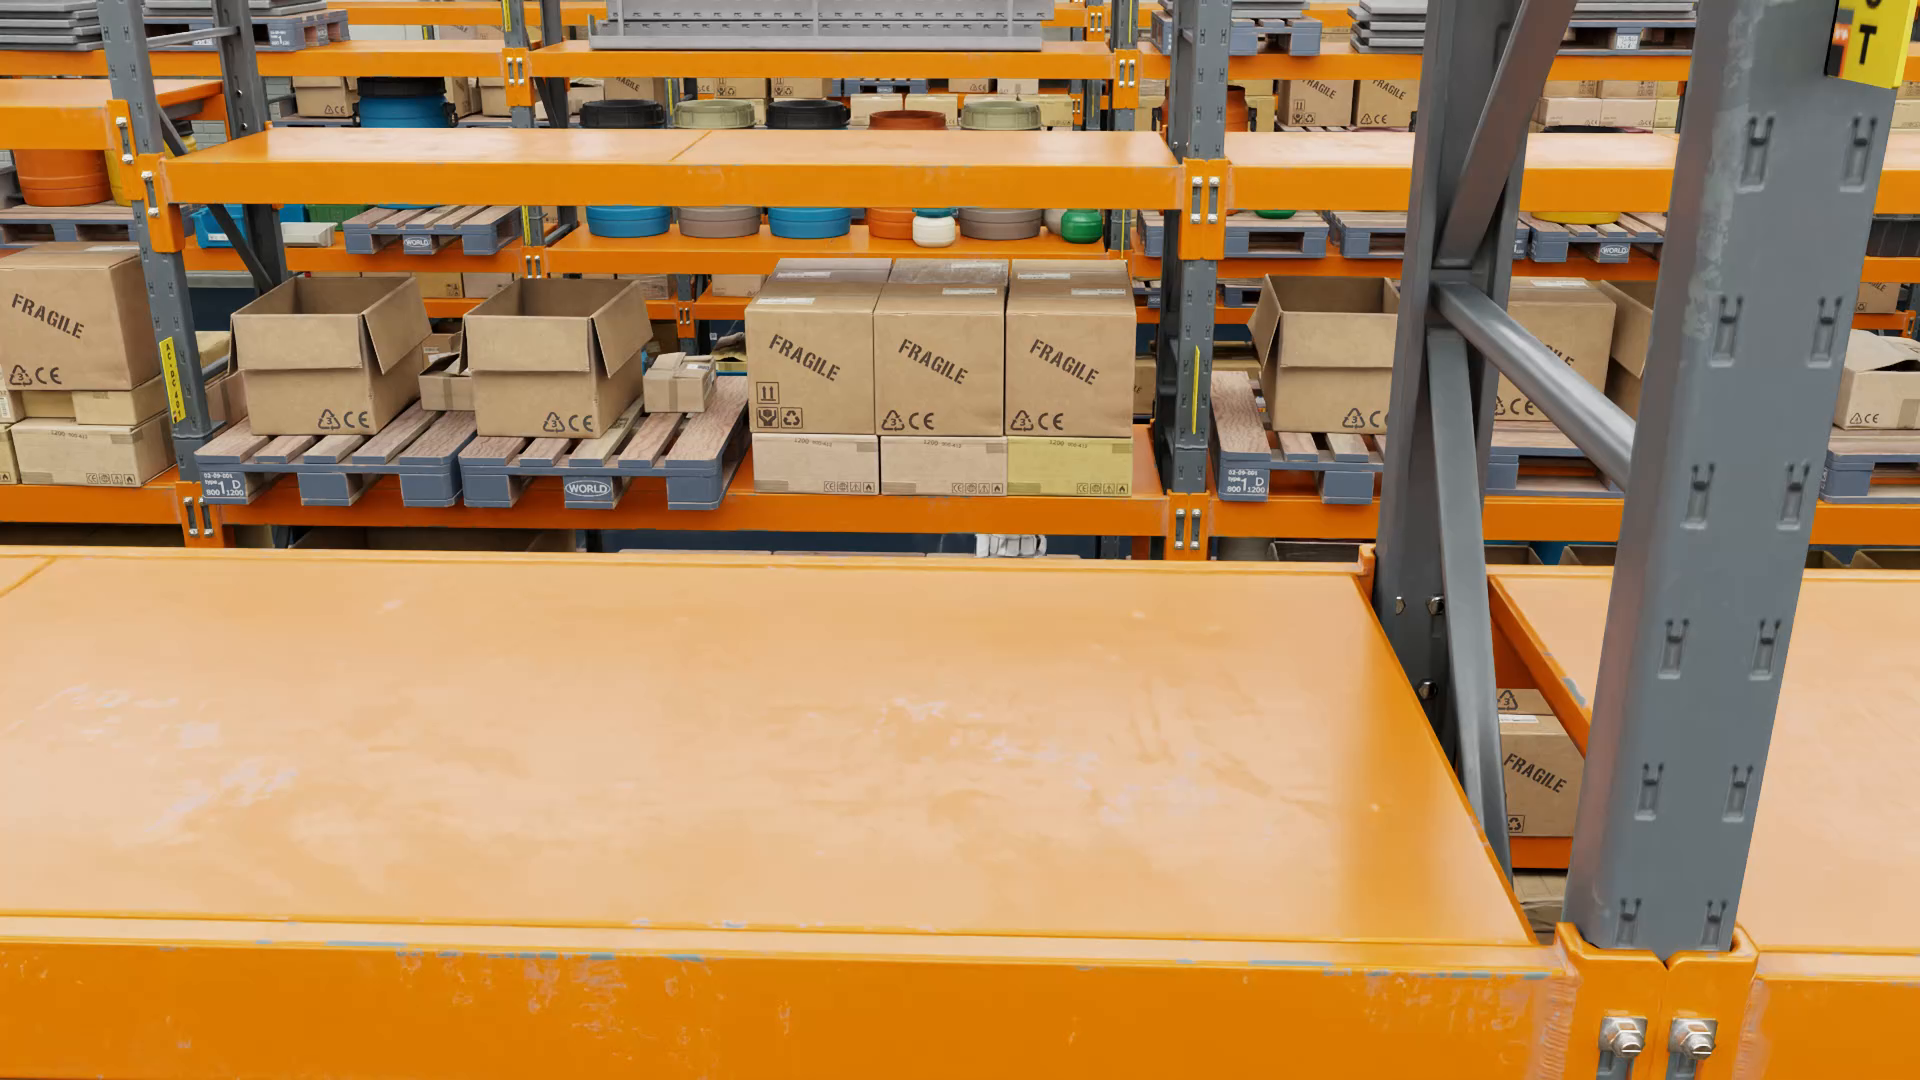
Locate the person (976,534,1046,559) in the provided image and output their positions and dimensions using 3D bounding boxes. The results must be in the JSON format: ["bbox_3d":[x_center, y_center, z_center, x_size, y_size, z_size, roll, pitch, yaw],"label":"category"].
[{"bbox_3d":[0.281,0.100,11.382,0.631,1.664,0.471,-9,23,-23],"label":"person"}]
